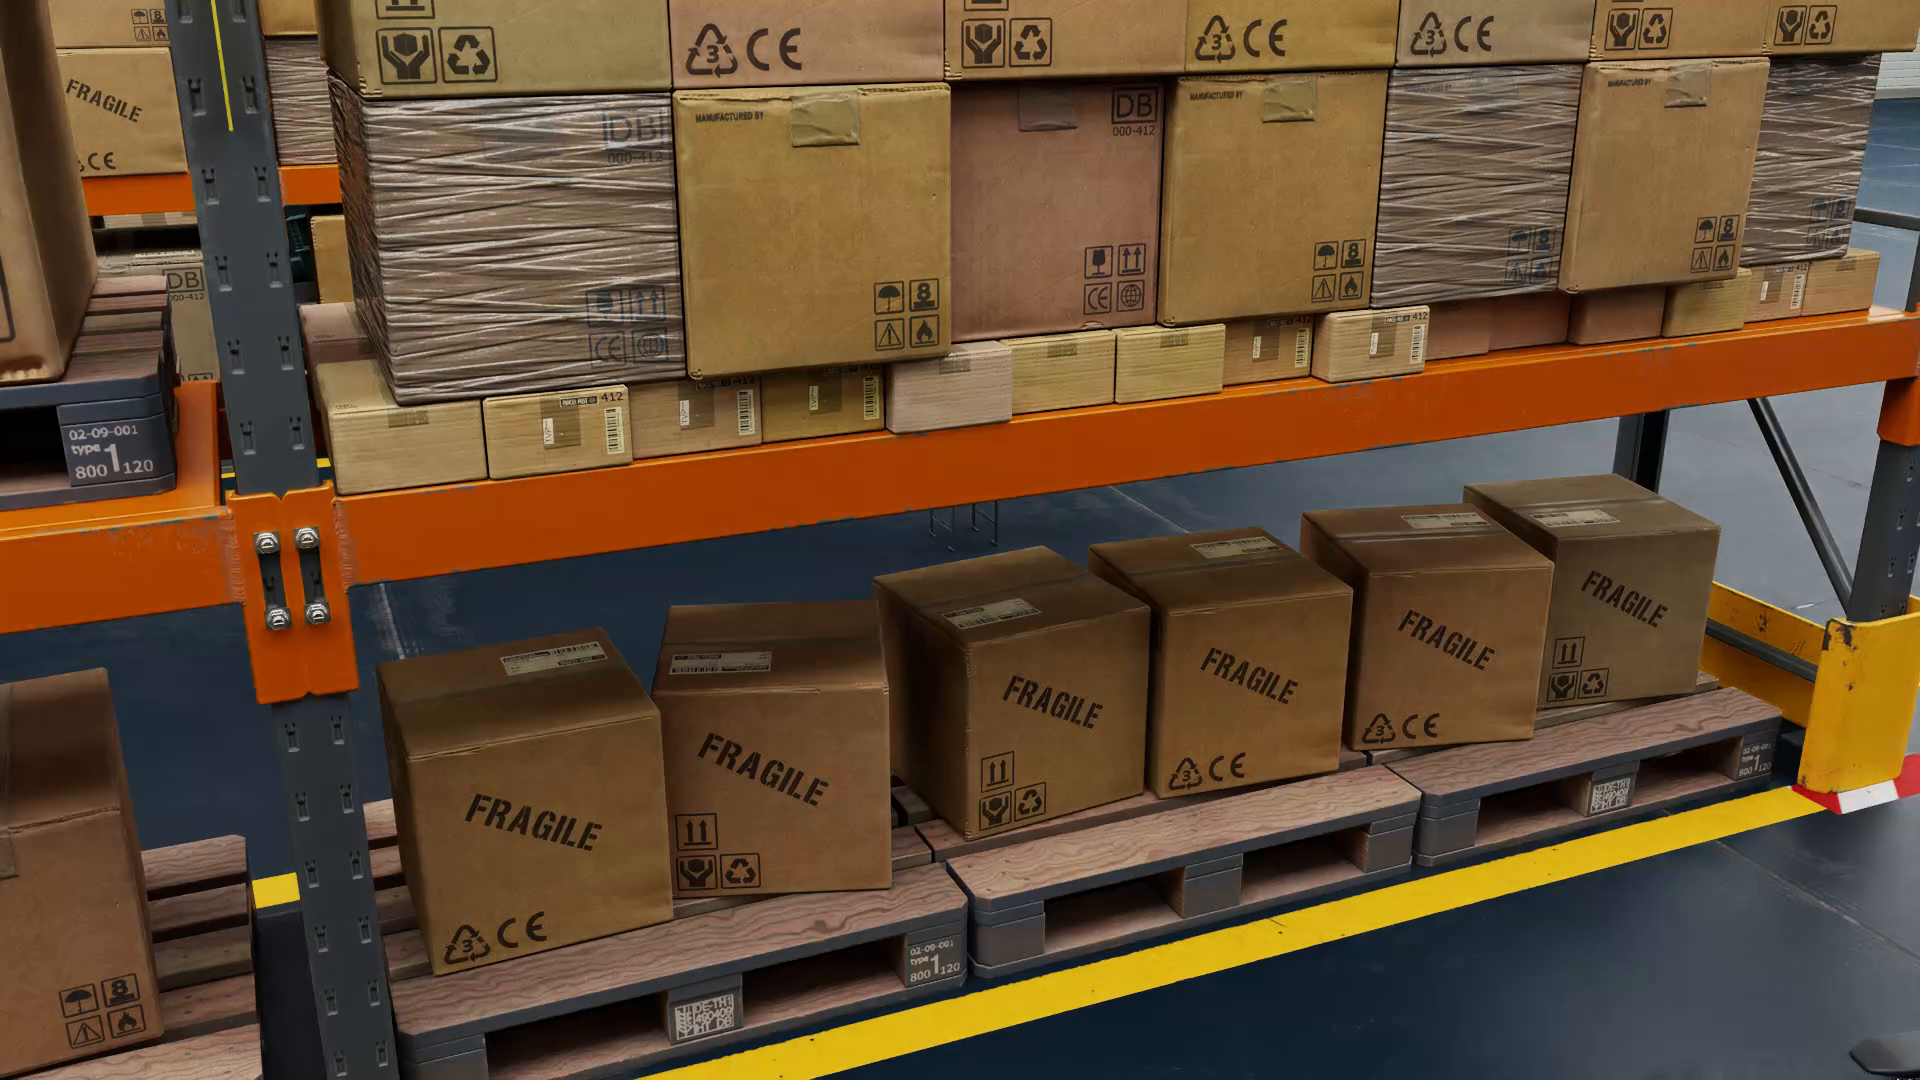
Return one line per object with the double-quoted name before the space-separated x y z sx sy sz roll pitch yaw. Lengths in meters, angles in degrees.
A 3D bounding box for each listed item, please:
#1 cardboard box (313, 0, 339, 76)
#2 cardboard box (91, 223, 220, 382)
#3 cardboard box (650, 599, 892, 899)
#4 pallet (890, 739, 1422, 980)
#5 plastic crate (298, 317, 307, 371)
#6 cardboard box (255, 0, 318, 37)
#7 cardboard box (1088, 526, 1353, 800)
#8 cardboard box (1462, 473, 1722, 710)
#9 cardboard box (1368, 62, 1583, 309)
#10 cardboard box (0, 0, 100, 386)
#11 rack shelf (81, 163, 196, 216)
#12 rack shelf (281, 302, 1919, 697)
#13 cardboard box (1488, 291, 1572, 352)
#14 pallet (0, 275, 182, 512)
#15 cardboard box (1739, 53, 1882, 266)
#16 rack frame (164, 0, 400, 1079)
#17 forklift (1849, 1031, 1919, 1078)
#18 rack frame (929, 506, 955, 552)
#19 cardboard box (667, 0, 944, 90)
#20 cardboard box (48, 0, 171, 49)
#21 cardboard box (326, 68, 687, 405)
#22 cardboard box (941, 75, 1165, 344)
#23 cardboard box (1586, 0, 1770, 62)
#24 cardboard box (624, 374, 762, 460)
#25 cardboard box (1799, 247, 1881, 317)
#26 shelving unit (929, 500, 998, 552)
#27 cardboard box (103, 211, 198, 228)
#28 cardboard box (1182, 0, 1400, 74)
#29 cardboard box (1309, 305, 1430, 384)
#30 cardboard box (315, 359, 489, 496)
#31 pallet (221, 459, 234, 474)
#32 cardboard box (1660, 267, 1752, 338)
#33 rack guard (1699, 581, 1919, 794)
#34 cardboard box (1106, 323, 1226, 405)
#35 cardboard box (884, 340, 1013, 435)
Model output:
"cardboard box" -1.023 -1.200 3.310 0.500 0.500 0.500 -8 21 -22
"cardboard box" -3.733 -0.952 7.463 0.750 0.750 1.050 -8 21 -22
"cardboard box" -0.421 0.465 3.816 0.500 0.500 0.500 -2 19 -5
"pallet" 0.398 0.656 4.340 1.213 0.211 1.003 -8 21 -22
"plastic crate" -3.558 -1.047 9.126 0.662 0.188 0.450 2 30 6
"cardboard box" -2.846 -2.542 7.373 0.550 0.550 0.875 -8 21 -22
"cardboard box" 0.648 0.300 4.286 0.500 0.500 0.500 -6 20 -17
"cardboard box" 1.766 0.134 4.757 0.500 0.500 0.500 -4 20 -12
"cardboard box" 0.942 -0.893 3.942 0.500 0.500 0.875 -8 21 -22
"cardboard box" -2.112 -0.817 2.791 1.000 1.000 1.000 -8 21 -22
"rack shelf" -5.035 -1.321 6.841 4.000 0.370 1.077 -8 21 -22
"rack shelf" 0.509 -0.322 4.002 4.000 0.370 1.077 -8 21 -22
"cardboard box" 1.245 -0.575 4.018 0.250 0.149 0.380 -8 21 -22
"pallet" -2.086 -0.251 3.008 1.213 0.211 1.003 -8 21 -22
"cardboard box" 1.830 -1.048 4.382 0.500 0.500 0.875 -8 21 -22
"rack frame" -1.327 -0.398 3.136 0.127 3.000 1.000 -8 21 -22
"forklift" 3.216 -0.197 2.668 3.031 2.935 1.130 -4 20 -10
"rack frame" -0.071 -0.556 6.294 0.006 1.200 0.240 -8 21 -22
"cardboard box" -0.355 -1.105 3.040 0.500 0.500 0.500 -8 21 -22
"cardboard box" -3.652 -2.375 7.096 0.500 0.500 0.700 -9 21 -23
"cardboard box" -0.889 -0.626 3.184 0.500 0.500 0.875 -8 21 -22
"cardboard box" 0.003 -0.777 3.615 0.500 0.500 0.875 -8 21 -22
"cardboard box" 1.482 -1.368 3.787 0.500 0.500 0.500 -8 21 -22
"cardboard box" -0.557 -0.286 3.197 0.250 0.149 0.380 -8 21 -22
"cardboard box" 2.166 -0.705 4.387 0.250 0.149 0.380 -8 21 -22
"shelving unit" 0.013 -0.568 6.328 0.189 1.200 0.258 -8 21 -22
"cardboard box" -5.733 -2.309 11.887 0.625 0.372 0.950 -8 21 -21
"cardboard box" 0.559 -1.240 3.422 0.500 0.500 0.500 -8 21 -22
"cardboard box" 0.830 -0.476 3.735 0.250 0.149 0.380 -8 21 -22
"cardboard box" -1.010 -0.216 2.997 0.250 0.149 0.380 -8 21 -22
"pallet" -3.877 -0.484 7.579 1.213 0.211 1.003 -8 21 -22
"cardboard box" 1.727 -0.624 4.156 0.250 0.149 0.380 -8 21 -22
"rack guard" 2.276 0.265 5.017 0.348 0.500 1.175 -8 21 -22
"cardboard box" 0.362 -0.417 3.569 0.250 0.149 0.380 -8 21 -22
"cardboard box" -0.085 -0.342 3.356 0.250 0.149 0.380 -8 21 -22
